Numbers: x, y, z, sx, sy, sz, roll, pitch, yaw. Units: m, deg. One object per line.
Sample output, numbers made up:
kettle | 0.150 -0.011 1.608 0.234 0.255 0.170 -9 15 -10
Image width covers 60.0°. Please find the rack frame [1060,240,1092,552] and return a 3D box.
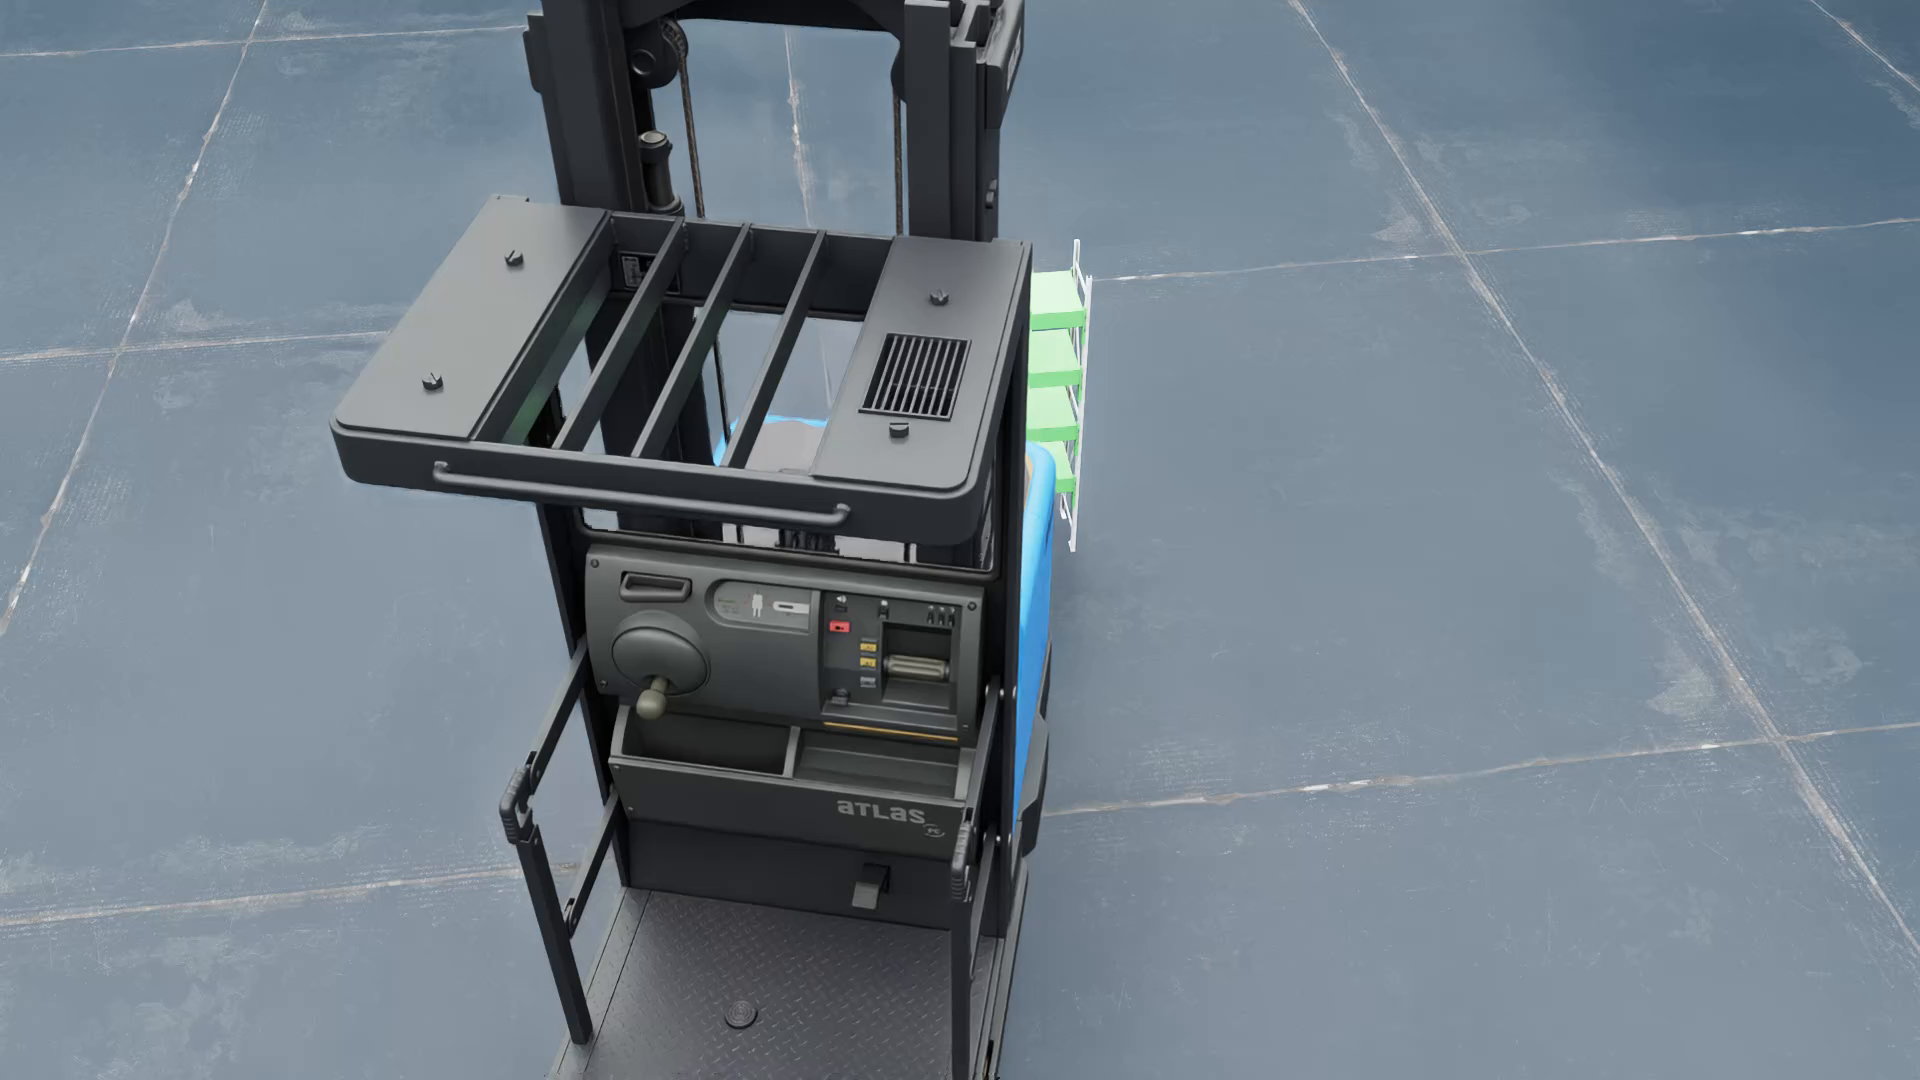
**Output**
rack frame | 0.406 -0.481 5.888 0.015 1.200 0.240 -5 42 -6

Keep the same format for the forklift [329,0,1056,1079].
forklift | -0.444 0.336 3.689 1.130 2.935 3.031 6 42 7

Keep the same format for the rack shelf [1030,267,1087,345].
rack shelf | 0.164 -0.769 5.585 0.480 0.148 0.258 -5 42 -6

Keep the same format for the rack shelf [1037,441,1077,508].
rack shelf | 0.164 -0.234 6.068 0.480 0.148 0.258 -5 42 -6

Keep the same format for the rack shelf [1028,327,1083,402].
rack shelf | 0.164 -0.591 5.746 0.480 0.148 0.258 -5 42 -6

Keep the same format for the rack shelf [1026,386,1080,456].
rack shelf | 0.164 -0.412 5.907 0.480 0.148 0.258 -5 42 -6

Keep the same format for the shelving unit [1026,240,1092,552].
shelving unit | 0.164 -0.460 5.864 0.503 1.200 0.258 -5 42 -6
